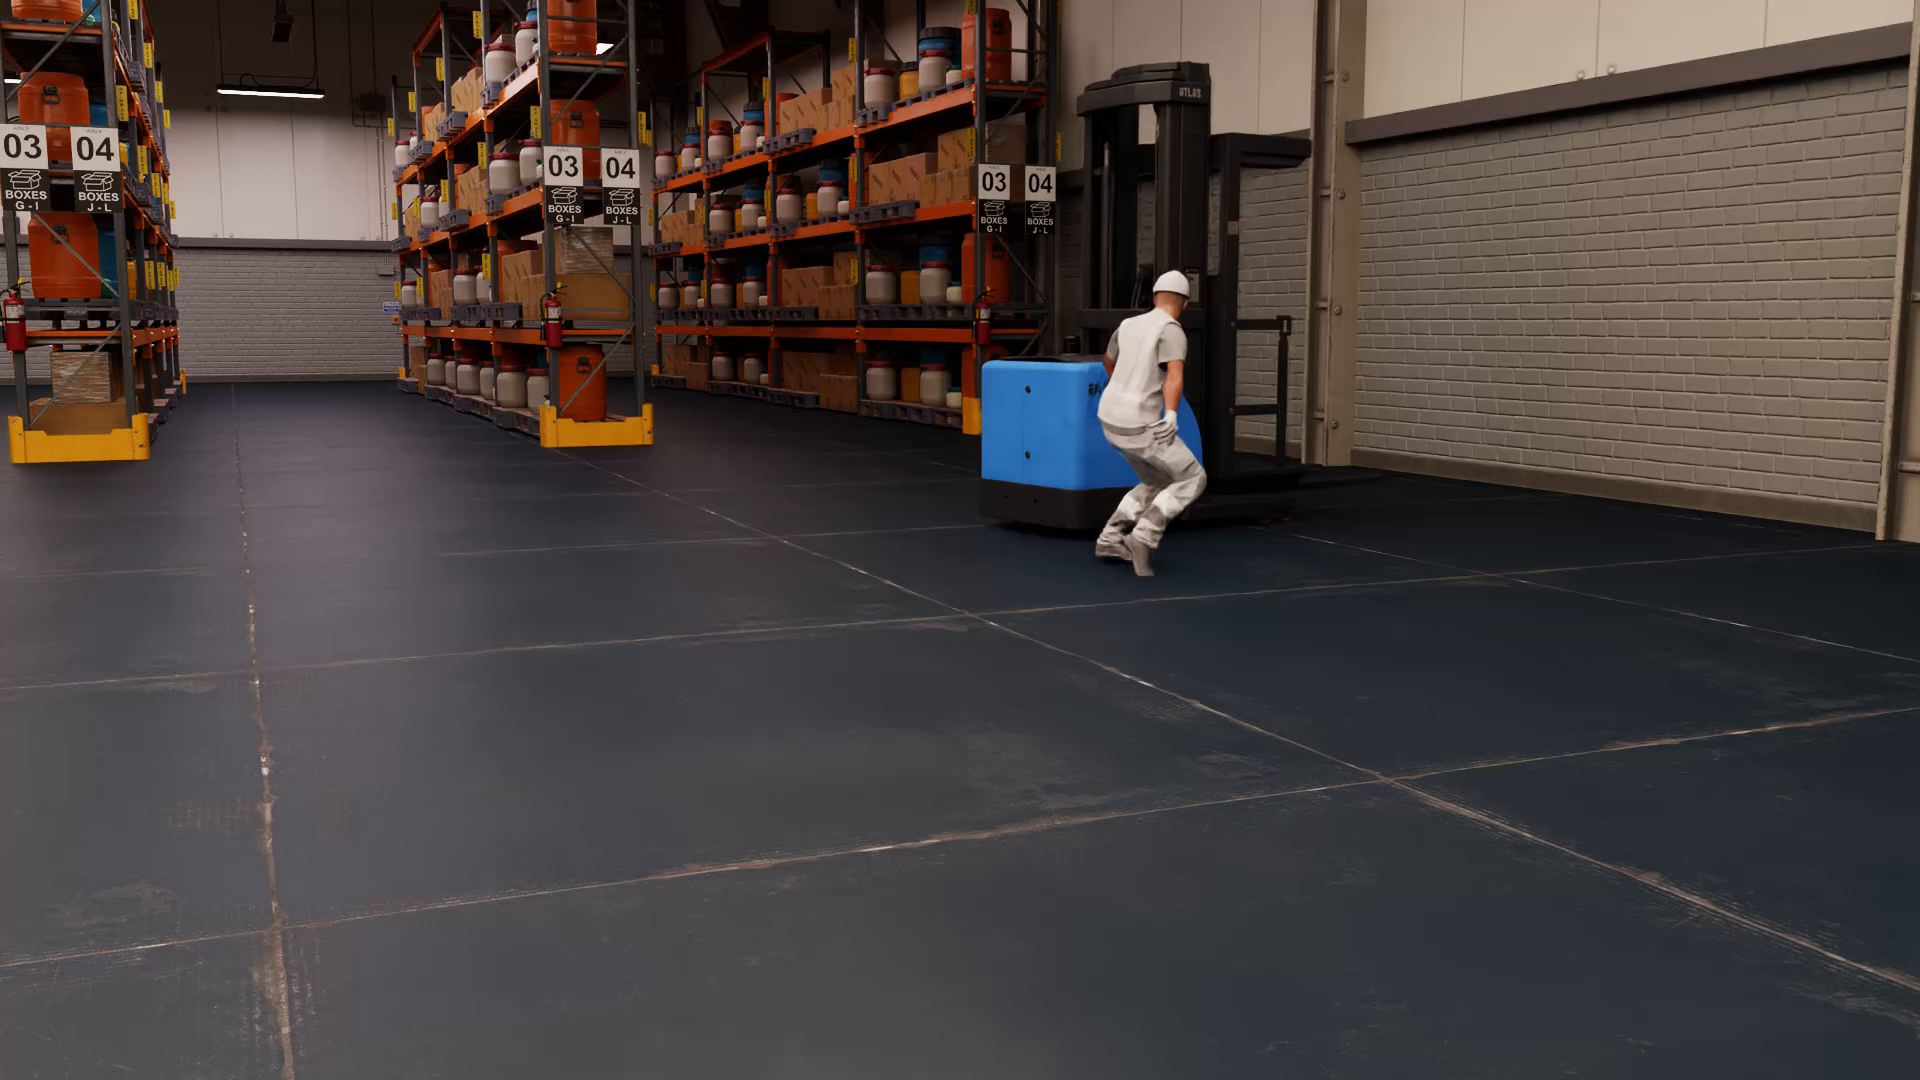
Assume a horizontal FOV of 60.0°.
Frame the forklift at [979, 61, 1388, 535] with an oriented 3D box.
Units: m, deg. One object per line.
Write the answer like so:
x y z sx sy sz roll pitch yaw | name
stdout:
1.627 -1.609 11.145 3.031 2.935 1.130 -5 9 -34 | forklift

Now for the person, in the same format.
1.022 -0.608 8.888 0.502 1.655 1.027 -2 8 -17 | person
